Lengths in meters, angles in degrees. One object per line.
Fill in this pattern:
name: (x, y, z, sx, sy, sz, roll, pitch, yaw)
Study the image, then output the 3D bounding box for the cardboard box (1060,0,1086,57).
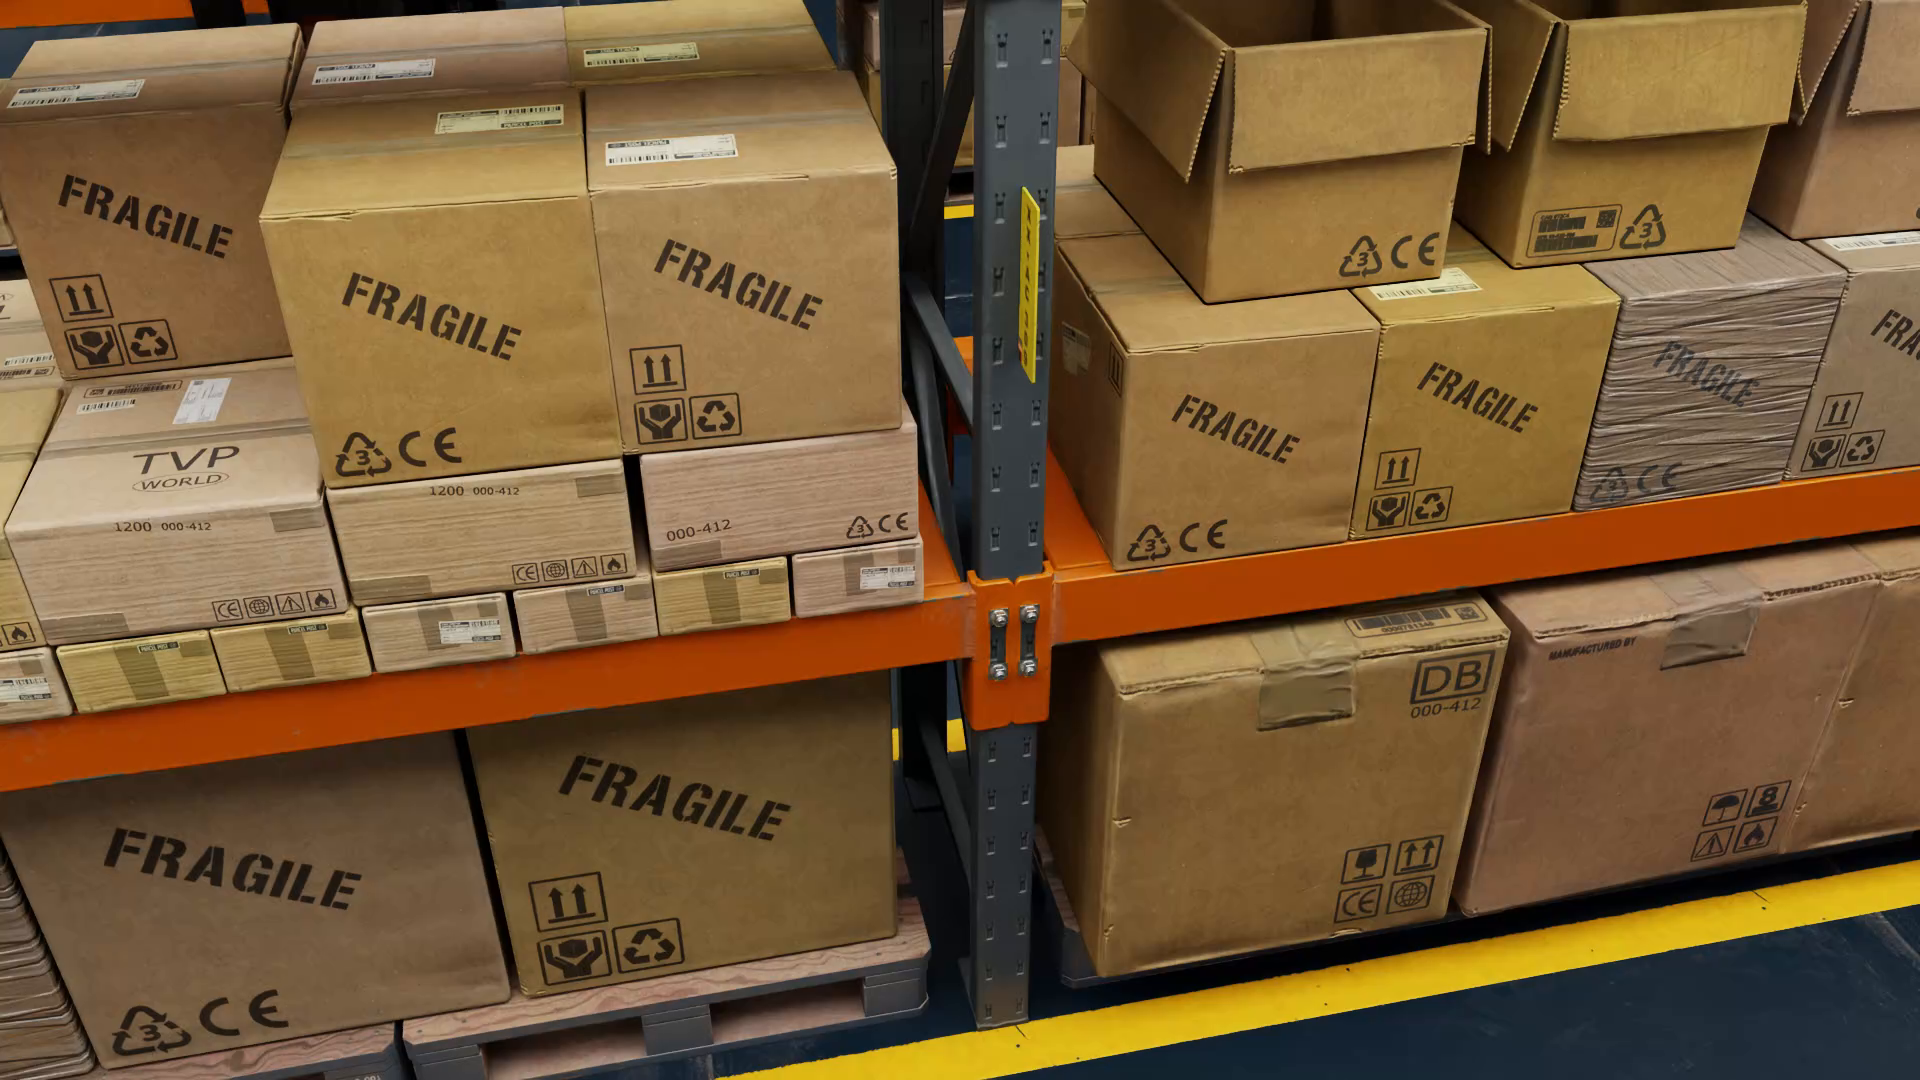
cardboard box: (0.296, -2.514, 7.998, 0.500, 0.250, 0.500, -6, 34, -9)

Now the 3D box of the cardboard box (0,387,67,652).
cardboard box: (-1.876, -0.020, 2.956, 0.500, 0.250, 0.500, -8, 35, -11)

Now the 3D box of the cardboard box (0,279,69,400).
cardboard box: (-1.995, -0.308, 3.385, 0.500, 0.250, 0.500, -7, 35, -10)

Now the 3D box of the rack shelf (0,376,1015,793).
rack shelf: (-1.957, 0.201, 3.405, 4.000, 0.370, 1.077, -7, 35, -11)

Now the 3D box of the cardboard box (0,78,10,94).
cardboard box: (-4.443, -2.001, 7.687, 0.250, 0.149, 0.380, -7, 34, -10)

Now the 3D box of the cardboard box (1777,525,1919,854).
cardboard box: (2.347, 0.051, 4.512, 0.875, 0.875, 1.225, -7, 35, -10)

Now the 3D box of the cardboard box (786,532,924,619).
cardboard box: (-0.231, -0.024, 3.319, 0.250, 0.149, 0.380, -7, 34, -10)

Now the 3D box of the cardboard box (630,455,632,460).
cardboard box: (-0.881, -0.319, 3.759, 0.250, 0.149, 0.380, -6, 34, -9)

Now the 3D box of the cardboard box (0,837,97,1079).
cardboard box: (-2.413, 0.622, 3.662, 0.875, 0.875, 0.875, -7, 35, -11)

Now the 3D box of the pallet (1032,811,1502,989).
pallet: (0.730, 0.678, 4.550, 1.213, 0.211, 1.003, -7, 35, -11)

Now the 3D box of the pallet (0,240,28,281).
pallet: (-4.029, -1.492, 7.785, 1.213, 0.211, 1.003, -7, 35, -11)

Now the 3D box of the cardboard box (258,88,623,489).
cardboard box: (-0.885, -0.455, 2.931, 0.500, 0.500, 0.500, -7, 34, -10)

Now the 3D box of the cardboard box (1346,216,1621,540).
cardboard box: (0.988, -0.368, 3.517, 0.500, 0.500, 0.500, -7, 35, -10)

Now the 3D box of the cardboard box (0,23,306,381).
cardboard box: (-1.518, -0.674, 3.257, 0.500, 0.500, 0.500, -8, 35, -12)

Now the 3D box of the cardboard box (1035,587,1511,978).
cardboard box: (0.614, 0.274, 4.179, 0.875, 0.875, 1.225, -7, 35, -10)

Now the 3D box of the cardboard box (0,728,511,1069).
cardboard box: (-1.545, 0.512, 3.825, 0.875, 0.875, 0.875, -7, 35, -11)

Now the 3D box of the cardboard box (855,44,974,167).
cardboard box: (-0.222, -2.135, 8.106, 0.500, 0.500, 0.500, -6, 34, -9)

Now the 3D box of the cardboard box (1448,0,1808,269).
cardboard box: (1.287, -0.963, 3.503, 0.637, 0.503, 0.797, -7, 34, -10)

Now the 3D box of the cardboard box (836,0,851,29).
cardboard box: (-0.331, -2.729, 8.318, 0.500, 0.250, 0.500, -8, 35, -12)

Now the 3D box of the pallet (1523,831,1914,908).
pallet: (1.922, 0.526, 4.776, 1.213, 0.211, 1.003, -7, 35, -11)

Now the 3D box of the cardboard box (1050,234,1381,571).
cardboard box: (0.498, -0.306, 3.425, 0.500, 0.500, 0.500, -7, 35, -10)

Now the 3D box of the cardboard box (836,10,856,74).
cardboard box: (-0.335, -2.416, 8.525, 0.500, 0.500, 0.500, -8, 35, -11)

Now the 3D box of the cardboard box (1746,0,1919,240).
cardboard box: (1.890, -1.048, 3.630, 0.637, 0.503, 0.797, -6, 34, -9)

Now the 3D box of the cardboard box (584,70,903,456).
cardboard box: (-0.395, -0.515, 3.020, 0.500, 0.500, 0.500, -6, 34, -9)

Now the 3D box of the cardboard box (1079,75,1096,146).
cardboard box: (0.801, -2.273, 8.311, 0.500, 0.500, 0.500, -7, 34, -10)

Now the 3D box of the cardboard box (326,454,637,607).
cardboard box: (-0.883, -0.143, 3.139, 0.500, 0.250, 0.500, -6, 34, -9)

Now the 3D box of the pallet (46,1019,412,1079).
pallet: (-1.957, 1.017, 4.045, 1.213, 0.211, 1.003, -7, 35, -11)

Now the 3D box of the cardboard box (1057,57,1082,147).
cardboard box: (0.293, -2.201, 8.205, 0.500, 0.500, 0.500, -6, 34, -8)

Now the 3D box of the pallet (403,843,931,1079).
pallet: (-0.765, 0.865, 4.272, 1.213, 0.211, 1.003, -7, 35, -11)

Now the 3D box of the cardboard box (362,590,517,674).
cardboard box: (-0.984, 0.071, 3.178, 0.250, 0.149, 0.380, -7, 34, -10)

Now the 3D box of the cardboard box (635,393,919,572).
cardboard box: (-0.379, -0.208, 3.236, 0.500, 0.250, 0.500, -8, 35, -11)

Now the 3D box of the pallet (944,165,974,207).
pallet: (-0.243, -1.991, 8.527, 1.213, 0.211, 1.003, -7, 35, -11)

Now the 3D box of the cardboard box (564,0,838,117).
cardboard box: (-0.530, -0.797, 3.440, 0.500, 0.500, 0.500, -7, 35, -11)

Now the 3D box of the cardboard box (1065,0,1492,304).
cardboard box: (0.615, -0.885, 3.387, 0.637, 0.503, 0.797, -8, 35, -12)

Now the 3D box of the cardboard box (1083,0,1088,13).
cardboard box: (0.795, -2.574, 8.088, 0.500, 0.250, 0.500, -6, 34, -9)

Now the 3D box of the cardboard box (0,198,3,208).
cardboard box: (-4.335, -1.599, 7.356, 0.250, 0.149, 0.380, -6, 34, -9)

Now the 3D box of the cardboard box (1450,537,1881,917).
cardboard box: (1.485, 0.164, 4.343, 0.875, 0.875, 1.225, -8, 35, -12)

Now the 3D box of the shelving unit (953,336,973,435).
shelving unit: (0.074, -0.632, 5.346, 1.083, 1.500, 0.587, -7, 35, -11)

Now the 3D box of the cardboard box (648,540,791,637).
cardboard box: (-0.483, 0.008, 3.272, 0.250, 0.149, 0.380, -7, 34, -10)

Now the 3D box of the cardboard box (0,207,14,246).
cardboard box: (-4.322, -1.441, 7.388, 0.250, 0.149, 0.380, -7, 34, -10)

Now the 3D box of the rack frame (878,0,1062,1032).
rack frame: (-0.006, -0.344, 3.571, 0.127, 3.000, 1.000, -7, 35, -11)

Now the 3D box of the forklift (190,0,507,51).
forklift: (-2.220, -1.410, 5.221, 3.031, 2.935, 1.130, 4, 34, 6)

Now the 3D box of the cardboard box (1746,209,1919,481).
cardboard box: (1.979, -0.496, 3.708, 0.500, 0.500, 0.500, -7, 34, -10)

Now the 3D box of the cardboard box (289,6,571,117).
cardboard box: (-1.012, -0.740, 3.356, 0.500, 0.500, 0.500, -7, 35, -11)

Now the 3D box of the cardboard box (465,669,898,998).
cardboard box: (-0.667, 0.402, 3.990, 0.875, 0.875, 0.875, -7, 35, -11)

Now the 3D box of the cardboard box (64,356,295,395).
cardboard box: (-1.512, -0.365, 3.469, 0.500, 0.250, 0.500, -6, 34, -9)

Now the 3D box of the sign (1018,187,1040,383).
sign: (0.118, -0.435, 2.858, 0.005, 0.325, 0.100, -7, 35, -11)

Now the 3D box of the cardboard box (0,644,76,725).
cardboard box: (-1.733, 0.165, 3.038, 0.250, 0.149, 0.380, -7, 34, -10)

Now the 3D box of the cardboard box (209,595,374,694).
cardboard box: (-1.235, 0.103, 3.131, 0.250, 0.149, 0.380, -7, 34, -10)

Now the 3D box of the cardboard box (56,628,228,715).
cardboard box: (-1.485, 0.134, 3.084, 0.250, 0.149, 0.380, -8, 35, -11)

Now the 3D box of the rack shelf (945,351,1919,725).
rack shelf: (1.945, -0.291, 4.137, 4.000, 0.370, 1.077, -7, 35, -11)

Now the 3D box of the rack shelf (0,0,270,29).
rack shelf: (-2.952, -2.508, 7.440, 4.000, 0.370, 1.077, -7, 35, -11)

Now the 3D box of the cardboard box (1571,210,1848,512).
cardboard box: (1.476, -0.430, 3.609, 0.500, 0.500, 0.500, -8, 35, -12)

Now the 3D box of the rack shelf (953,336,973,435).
rack shelf: (0.083, -0.484, 5.448, 1.000, 0.185, 0.538, -7, 35, -11)

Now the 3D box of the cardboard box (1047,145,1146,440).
cardboard box: (0.390, -0.591, 3.850, 0.500, 0.500, 0.500, -7, 35, -10)

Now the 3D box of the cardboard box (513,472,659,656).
cardboard box: (-0.733, 0.039, 3.225, 0.250, 0.149, 0.380, -8, 35, -11)

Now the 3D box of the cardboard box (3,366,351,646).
cardboard box: (-1.381, -0.080, 3.046, 0.500, 0.250, 0.500, -7, 34, -10)

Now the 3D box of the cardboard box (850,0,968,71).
cardboard box: (-0.223, -2.447, 7.898, 0.500, 0.250, 0.500, -9, 35, -13)
